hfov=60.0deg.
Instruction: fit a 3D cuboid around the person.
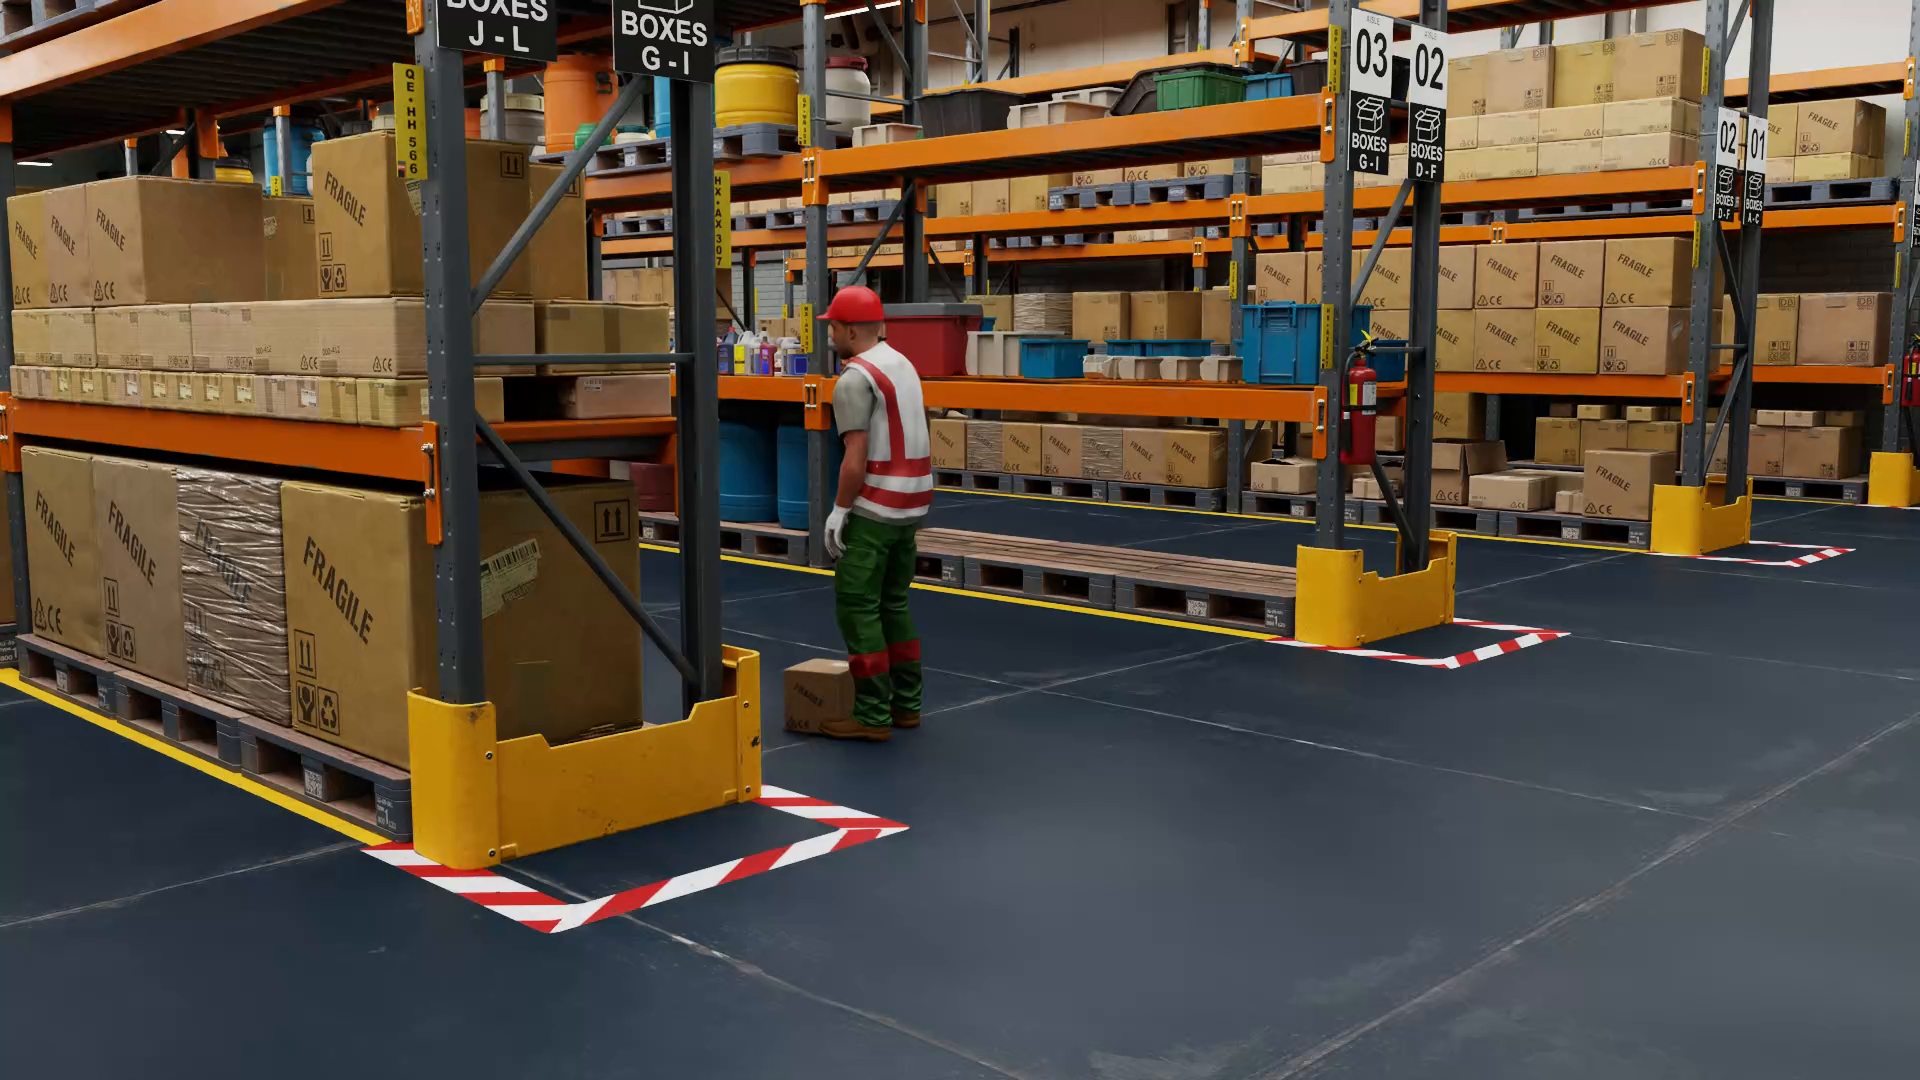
[{"bbox_3d":[-0.345,-0.108,6.581,0.447,1.778,0.592,3,8,26],"label":"person"}]
